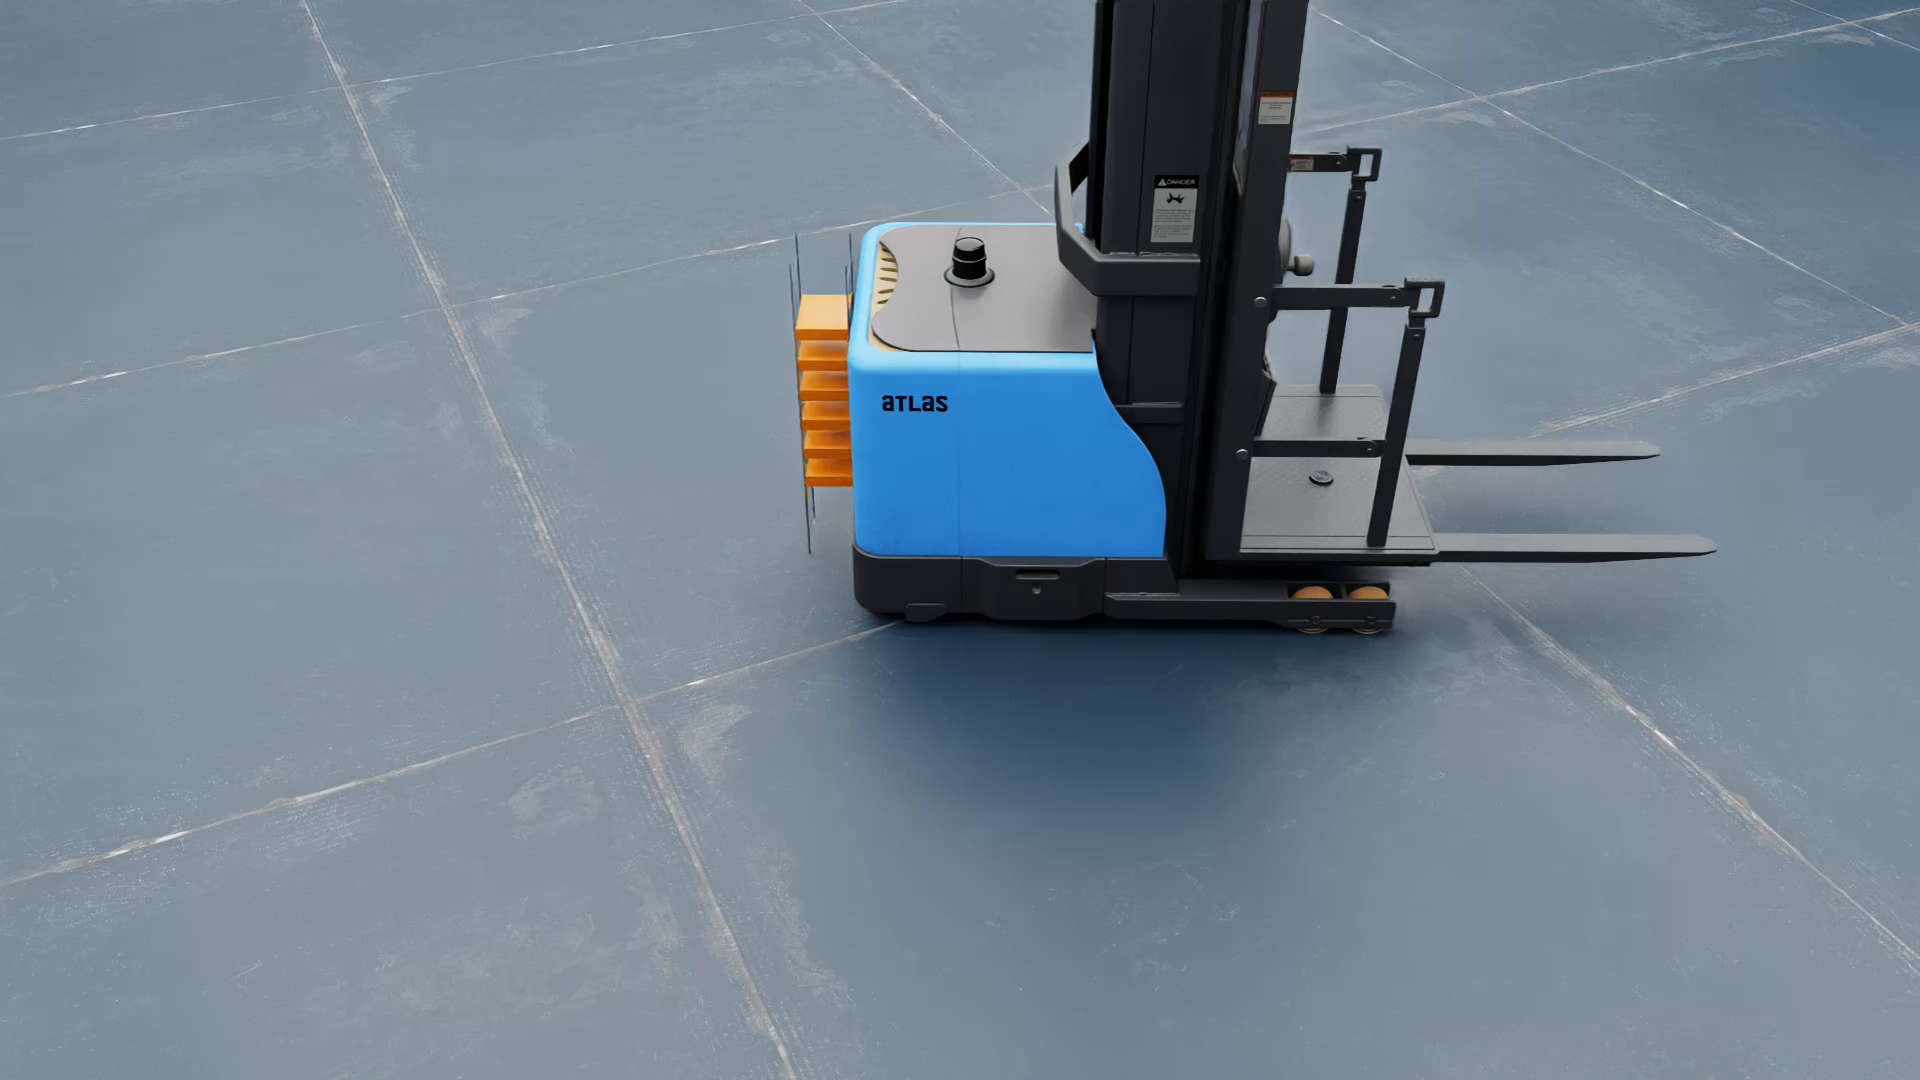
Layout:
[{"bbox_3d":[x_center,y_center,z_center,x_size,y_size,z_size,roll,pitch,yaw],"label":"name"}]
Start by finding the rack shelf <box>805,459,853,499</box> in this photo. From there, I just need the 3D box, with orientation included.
[{"bbox_3d":[-0.465,-0.264,6.076,0.180,0.103,0.258,0,37,0],"label":"rack shelf"}]

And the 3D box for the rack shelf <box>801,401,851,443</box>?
[{"bbox_3d":[-0.465,-0.457,5.933,0.180,0.103,0.258,0,37,0],"label":"rack shelf"}]

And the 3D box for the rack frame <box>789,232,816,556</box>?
[{"bbox_3d":[-0.557,-0.493,5.908,0.006,1.200,0.240,0,37,0],"label":"rack frame"}]

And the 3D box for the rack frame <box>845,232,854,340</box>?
[{"bbox_3d":[-0.374,-0.492,5.906,0.006,1.200,0.240,0,37,0],"label":"rack frame"}]

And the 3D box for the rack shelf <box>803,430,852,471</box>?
[{"bbox_3d":[-0.465,-0.360,6.005,0.180,0.103,0.258,0,37,0],"label":"rack shelf"}]

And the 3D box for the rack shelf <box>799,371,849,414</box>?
[{"bbox_3d":[-0.465,-0.553,5.862,0.180,0.103,0.258,0,37,0],"label":"rack shelf"}]

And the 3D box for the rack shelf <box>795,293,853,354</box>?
[{"bbox_3d":[-0.465,-0.746,5.719,0.180,0.103,0.258,0,37,0],"label":"rack shelf"}]

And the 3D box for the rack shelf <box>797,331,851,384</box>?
[{"bbox_3d":[-0.465,-0.650,5.790,0.180,0.103,0.258,0,37,0],"label":"rack shelf"}]

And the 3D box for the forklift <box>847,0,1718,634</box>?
[{"bbox_3d":[1.147,-1.170,5.367,3.031,2.935,1.130,0,37,0],"label":"forklift"}]

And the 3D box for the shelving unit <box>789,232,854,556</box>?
[{"bbox_3d":[-0.465,-0.492,5.907,0.189,1.200,0.258,0,37,0],"label":"shelving unit"}]
